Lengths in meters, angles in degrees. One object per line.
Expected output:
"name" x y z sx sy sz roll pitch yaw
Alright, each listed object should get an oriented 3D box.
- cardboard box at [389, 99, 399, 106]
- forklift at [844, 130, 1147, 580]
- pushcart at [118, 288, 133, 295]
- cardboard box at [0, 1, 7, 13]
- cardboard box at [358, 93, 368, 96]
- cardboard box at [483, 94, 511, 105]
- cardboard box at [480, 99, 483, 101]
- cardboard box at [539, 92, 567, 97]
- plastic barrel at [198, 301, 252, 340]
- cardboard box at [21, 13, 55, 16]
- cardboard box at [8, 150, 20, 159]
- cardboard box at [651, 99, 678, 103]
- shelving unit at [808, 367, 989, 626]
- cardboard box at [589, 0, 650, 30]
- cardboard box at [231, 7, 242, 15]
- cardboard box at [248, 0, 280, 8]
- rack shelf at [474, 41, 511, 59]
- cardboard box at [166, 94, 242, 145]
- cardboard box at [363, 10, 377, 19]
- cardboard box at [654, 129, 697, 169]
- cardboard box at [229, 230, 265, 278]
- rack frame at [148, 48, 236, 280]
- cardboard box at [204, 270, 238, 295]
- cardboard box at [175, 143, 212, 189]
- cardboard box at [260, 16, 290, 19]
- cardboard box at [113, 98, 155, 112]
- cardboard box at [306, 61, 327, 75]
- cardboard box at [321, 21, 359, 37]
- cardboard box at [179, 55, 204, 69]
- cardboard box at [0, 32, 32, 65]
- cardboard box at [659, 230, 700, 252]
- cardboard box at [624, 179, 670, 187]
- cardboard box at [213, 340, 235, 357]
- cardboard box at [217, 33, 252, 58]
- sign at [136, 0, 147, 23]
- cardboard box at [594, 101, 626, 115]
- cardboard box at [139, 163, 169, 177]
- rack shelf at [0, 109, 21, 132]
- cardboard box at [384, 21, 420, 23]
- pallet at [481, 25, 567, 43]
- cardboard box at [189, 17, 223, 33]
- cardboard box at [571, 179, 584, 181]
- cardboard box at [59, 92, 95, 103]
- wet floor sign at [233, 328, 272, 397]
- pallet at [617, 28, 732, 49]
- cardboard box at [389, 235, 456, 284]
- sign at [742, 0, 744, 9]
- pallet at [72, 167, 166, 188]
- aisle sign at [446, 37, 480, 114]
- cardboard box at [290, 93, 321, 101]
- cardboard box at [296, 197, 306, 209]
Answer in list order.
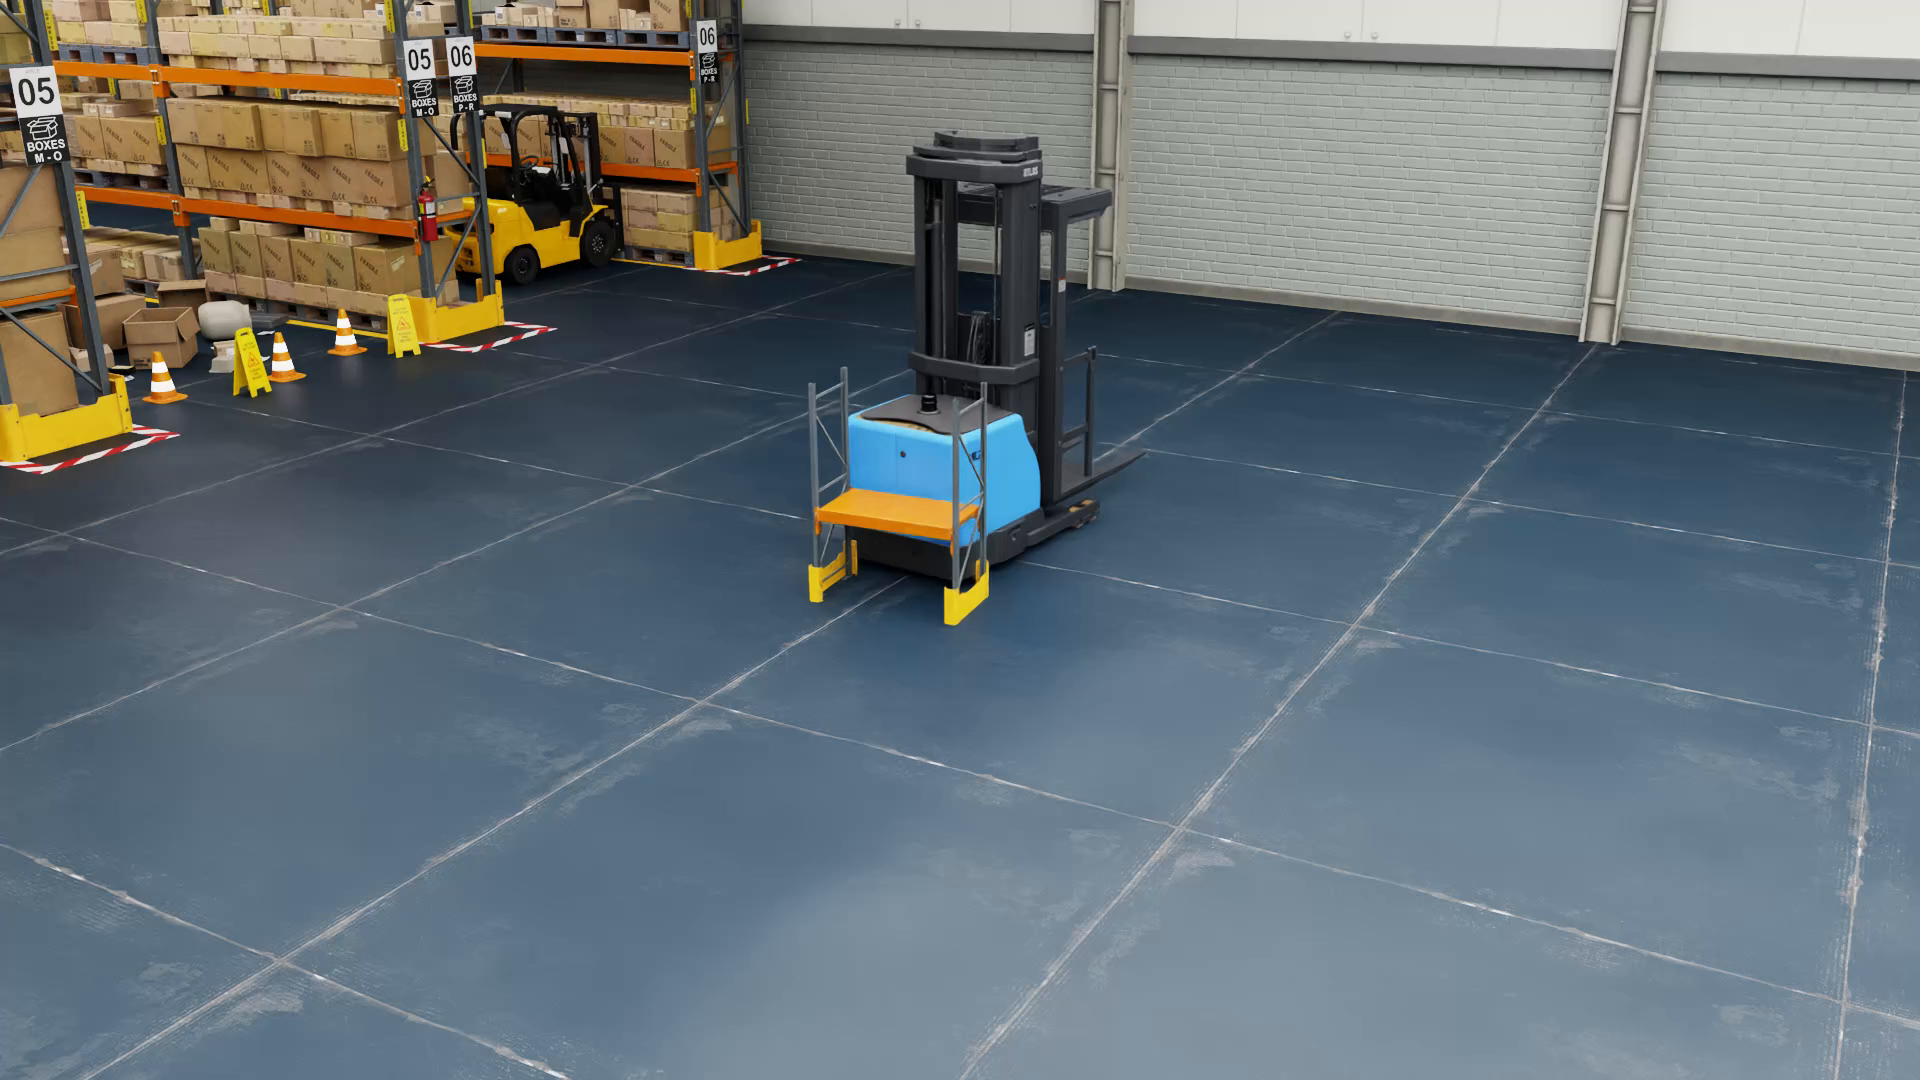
"cardboard box" -8.231 -6.450 24.651 0.250 0.149 0.380 11 23 28
"forklift" 0.417 -1.546 12.330 1.130 2.935 3.031 13 24 32
"pushcart" -10.180 -2.506 18.720 0.936 0.377 1.648 3 20 9
"cardboard box" -16.022 -9.057 28.319 0.500 0.250 0.500 10 22 26
"cardboard box" -9.076 -6.836 25.713 0.250 0.149 0.380 10 22 26
"cardboard box" -6.561 -6.255 23.675 0.250 0.149 0.380 11 23 28
"cardboard box" -7.105 -6.439 24.618 0.250 0.149 0.380 10 22 26
"cardboard box" -5.832 -6.339 23.906 0.250 0.149 0.380 11 22 27
"plastic barrel" -8.161 -2.442 18.477 0.512 0.421 0.421 -7 21 -20
"cardboard box" -11.781 -6.387 21.030 0.500 0.500 0.700 11 23 27
"cardboard box" -11.964 -4.945 21.350 0.250 0.149 0.380 9 22 24
"cardboard box" -4.050 -5.989 22.942 0.250 0.149 0.380 11 23 28
"shelving unit" -0.411 -0.310 11.020 1.083 1.500 0.587 8 22 22
"cardboard box" -4.553 -7.142 22.346 0.500 0.500 0.700 11 23 28
"cardboard box" -11.047 -8.184 25.764 0.250 0.149 0.380 11 23 28
"cardboard box" -10.631 -8.205 25.387 0.250 0.149 0.380 12 23 29
"rack shelf" -8.441 -7.309 24.771 4.000 0.370 1.077 11 23 27
"cardboard box" -8.834 -4.945 19.549 0.500 0.500 0.700 11 22 27
"cardboard box" -8.476 -7.661 24.294 0.250 0.149 0.380 10 22 27
"cardboard box" -3.760 -5.290 22.402 0.500 0.500 0.500 10 22 26
"cardboard box" -8.255 -3.419 19.709 0.500 0.500 0.500 12 23 29
"rack frame" -9.112 -4.426 20.167 0.127 3.000 1.000 11 23 27
"cardboard box" -8.729 -3.152 20.072 0.500 0.250 0.500 10 22 25
"cardboard box" -8.864 -4.456 19.669 0.500 0.500 0.500 11 23 27
"cardboard box" -7.812 -5.936 19.132 0.250 0.149 0.380 10 22 26
"cardboard box" -10.349 -5.448 20.837 0.250 0.149 0.380 12 23 30
"cardboard box" -6.946 -5.204 18.282 0.250 0.149 0.380 11 22 27
"cardboard box" -6.694 -5.545 18.052 0.250 0.149 0.380 11 23 28
"cardboard box" -8.759 -5.532 19.186 0.250 0.149 0.380 11 23 27
"cardboard box" -8.242 -4.151 14.031 0.500 0.250 0.500 11 23 27
"cardboard box" -3.767 -4.128 22.762 0.500 0.250 0.500 11 23 28
"cardboard box" -4.399 -4.918 23.475 0.500 0.250 0.500 11 22 27
"cardboard box" -7.749 -2.037 17.762 0.380 0.149 0.250 -11 23 -29
"cardboard box" -7.976 -5.580 18.735 0.500 0.250 0.500 11 23 28
"sign" -9.380 -6.098 19.043 0.005 0.325 0.100 11 23 27
"cardboard box" -4.781 -5.910 22.724 0.250 0.149 0.380 11 23 28
"cardboard box" -9.696 -4.508 20.148 0.250 0.149 0.380 11 23 28
"rack shelf" -9.692 -3.675 14.753 4.000 0.370 1.077 11 23 27
"cardboard box" -6.058 -5.584 18.162 0.250 0.149 0.380 11 23 27
"pallet" -5.937 -7.138 23.376 1.213 0.211 1.003 11 23 27
"cardboard box" -8.529 -5.862 18.927 0.250 0.149 0.380 10 22 26
"cardboard box" -5.544 -4.938 23.529 0.500 0.250 0.500 12 23 29
"cardboard box" -15.116 -7.482 28.375 0.500 0.250 0.500 11 22 27
"wet floor sign" -6.955 -1.748 16.238 0.232 0.644 0.267 7 21 18
"pallet" -3.807 -6.733 22.258 1.213 0.211 1.003 11 23 27
"cardboard box" -6.210 -3.238 19.210 0.500 0.500 0.500 10 22 26
"sign" -2.927 -7.261 22.187 0.005 0.325 0.100 11 23 27
"pallet" -10.856 -4.684 21.160 1.213 0.211 1.003 11 23 27
"aisle sign" -5.415 -5.065 18.116 0.004 0.787 0.394 11 23 27
"cardboard box" -10.052 -6.781 25.561 0.250 0.149 0.380 12 23 29
"cardboard box" -7.376 -3.901 19.089 0.250 0.149 0.380 11 23 27
